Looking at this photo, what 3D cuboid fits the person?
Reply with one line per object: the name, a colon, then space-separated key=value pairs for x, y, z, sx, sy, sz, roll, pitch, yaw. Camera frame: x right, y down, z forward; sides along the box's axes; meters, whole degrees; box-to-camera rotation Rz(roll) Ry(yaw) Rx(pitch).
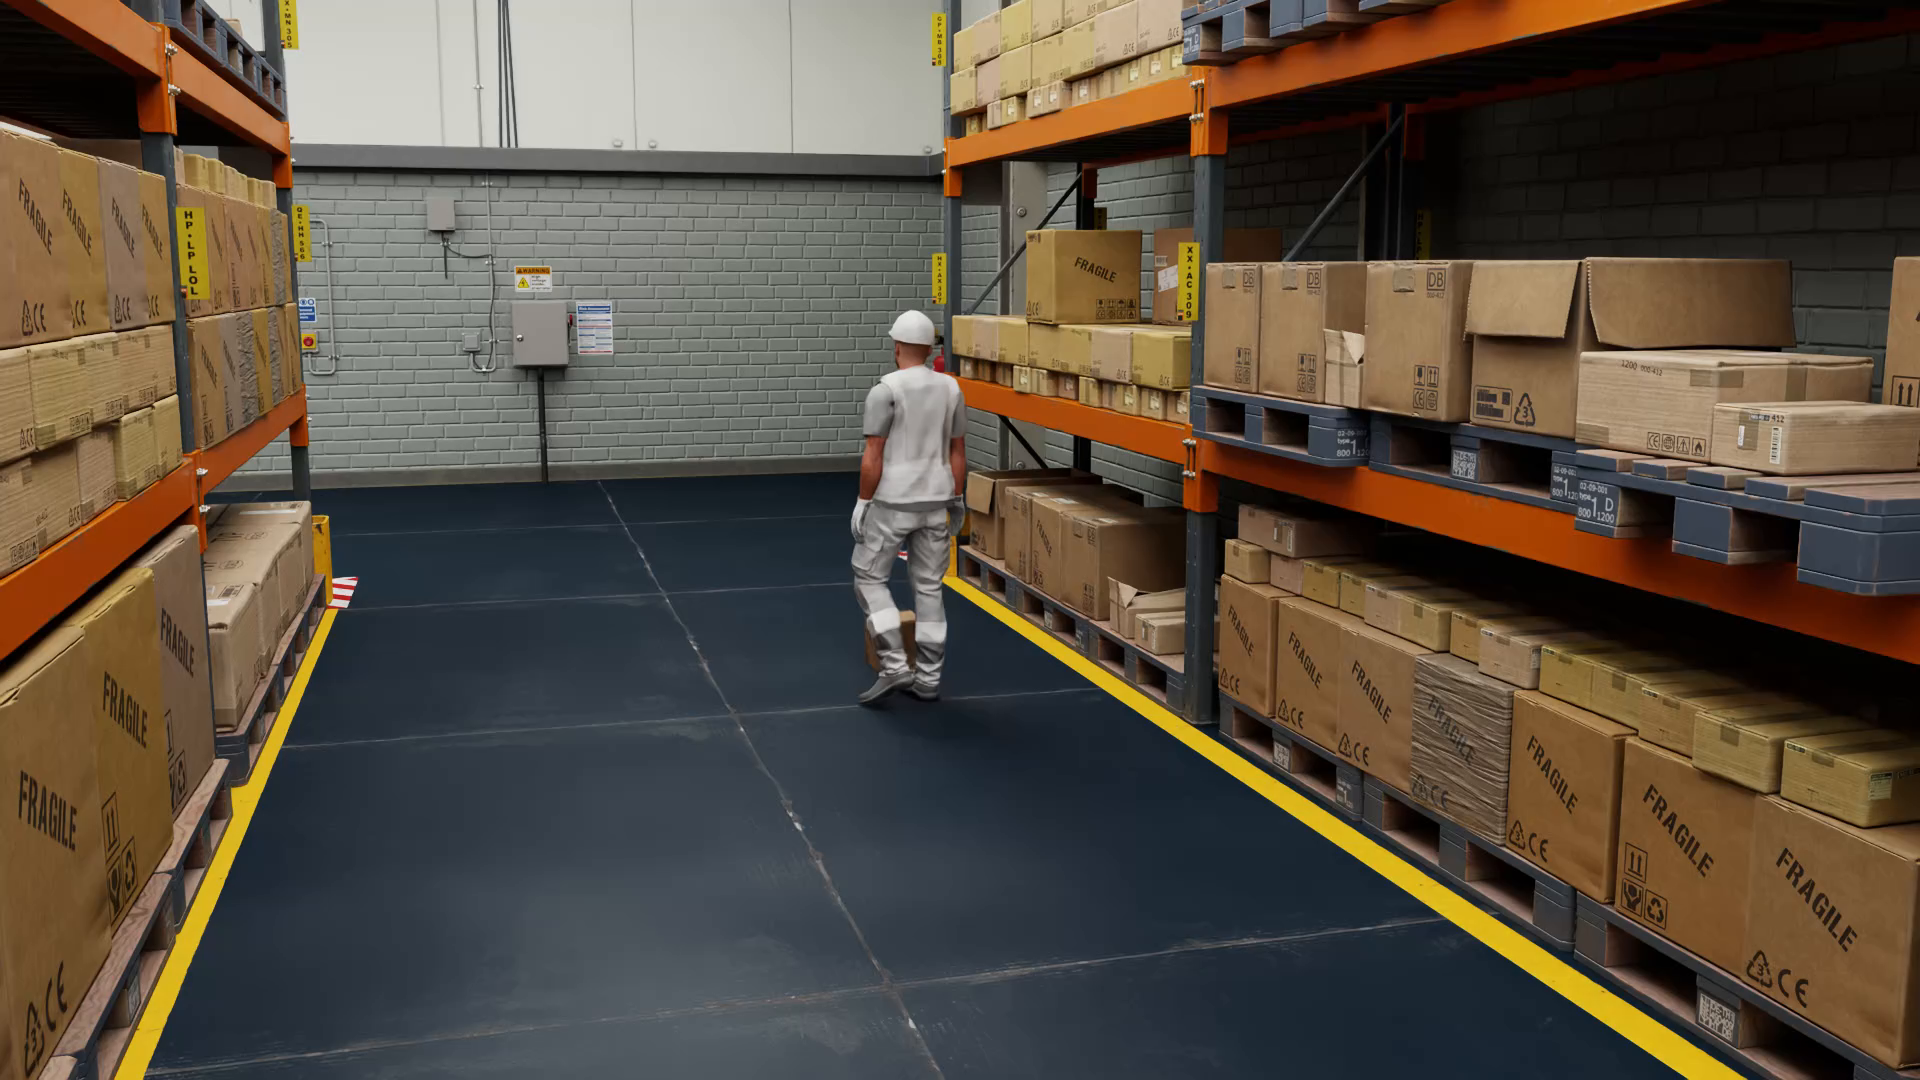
person: x=-0.213 y=-0.149 z=7.658 sx=0.608 sy=1.801 sz=0.397 roll=-6 pitch=11 yaw=-32
